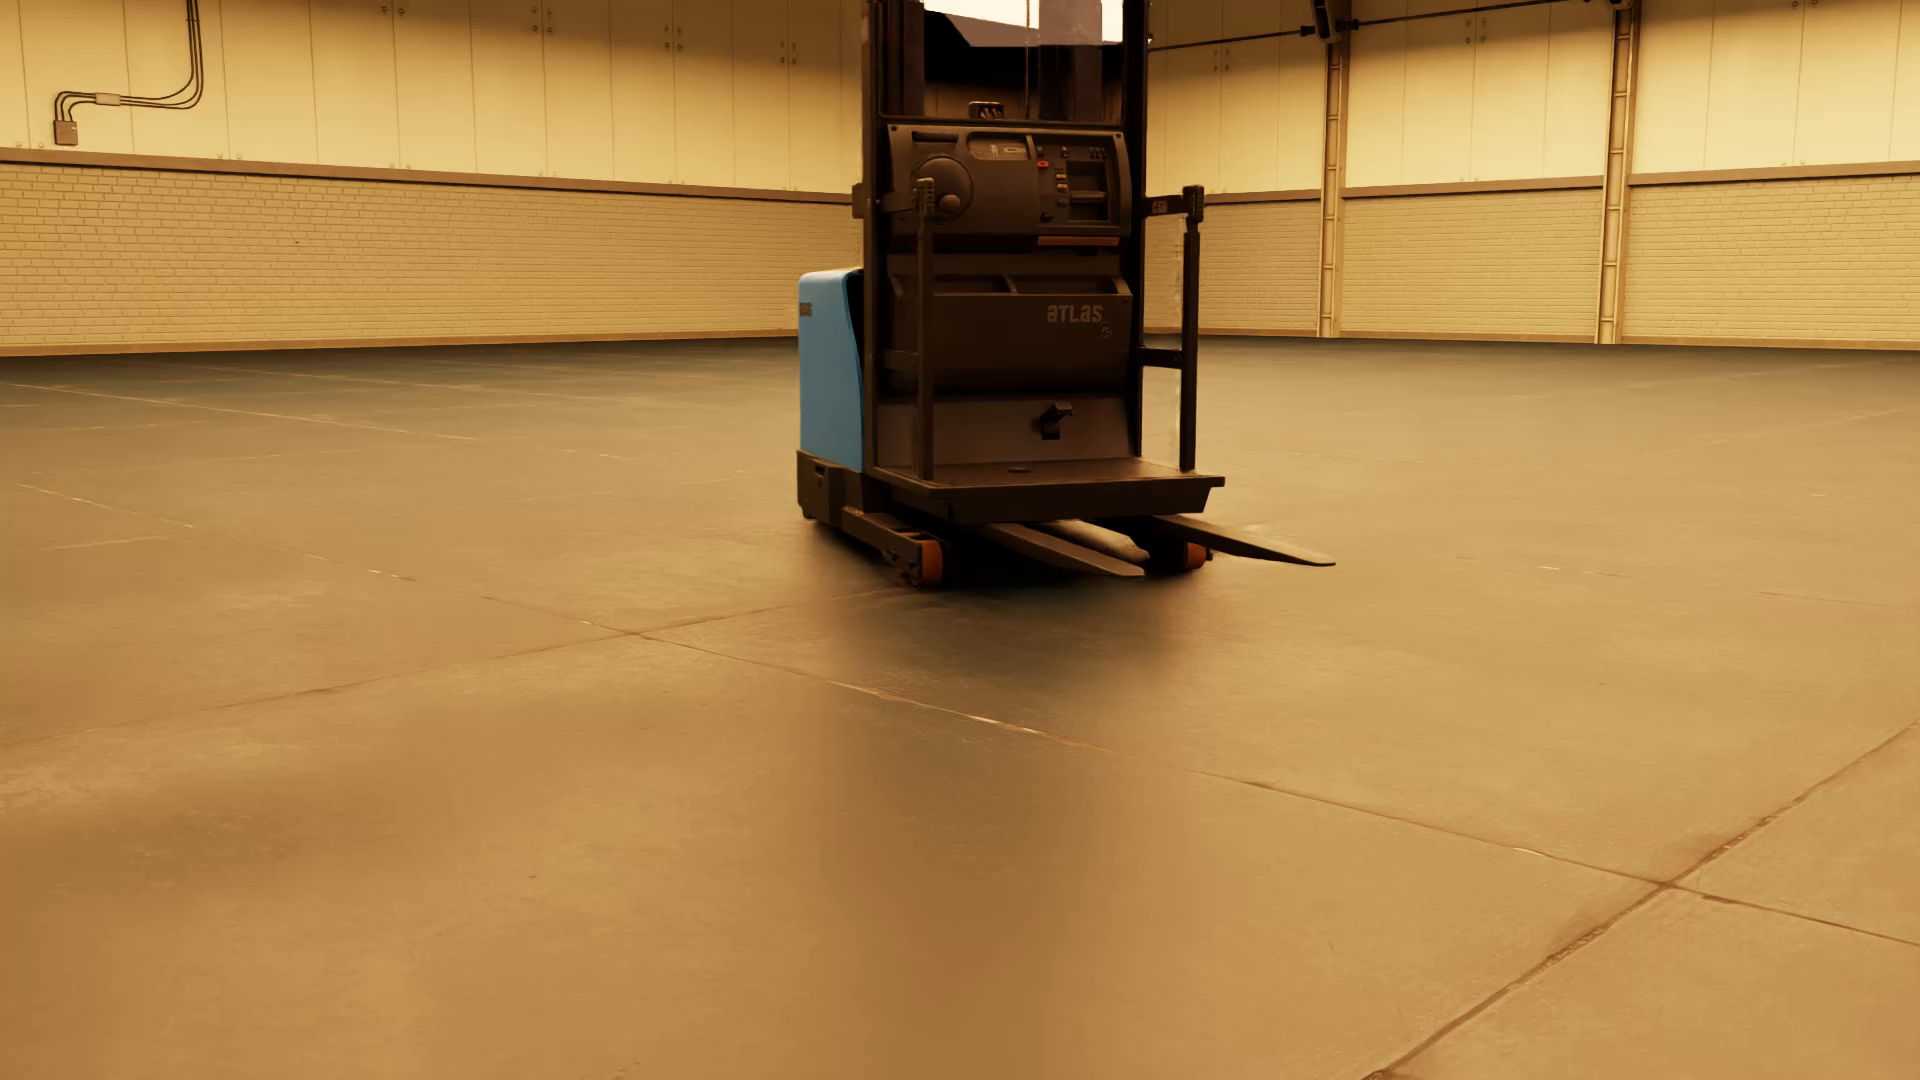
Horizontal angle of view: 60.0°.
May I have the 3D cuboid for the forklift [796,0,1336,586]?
[{"bbox_3d":[0.260,-1.358,5.892,1.130,2.935,3.031,-3,9,-19],"label":"forklift"}]
